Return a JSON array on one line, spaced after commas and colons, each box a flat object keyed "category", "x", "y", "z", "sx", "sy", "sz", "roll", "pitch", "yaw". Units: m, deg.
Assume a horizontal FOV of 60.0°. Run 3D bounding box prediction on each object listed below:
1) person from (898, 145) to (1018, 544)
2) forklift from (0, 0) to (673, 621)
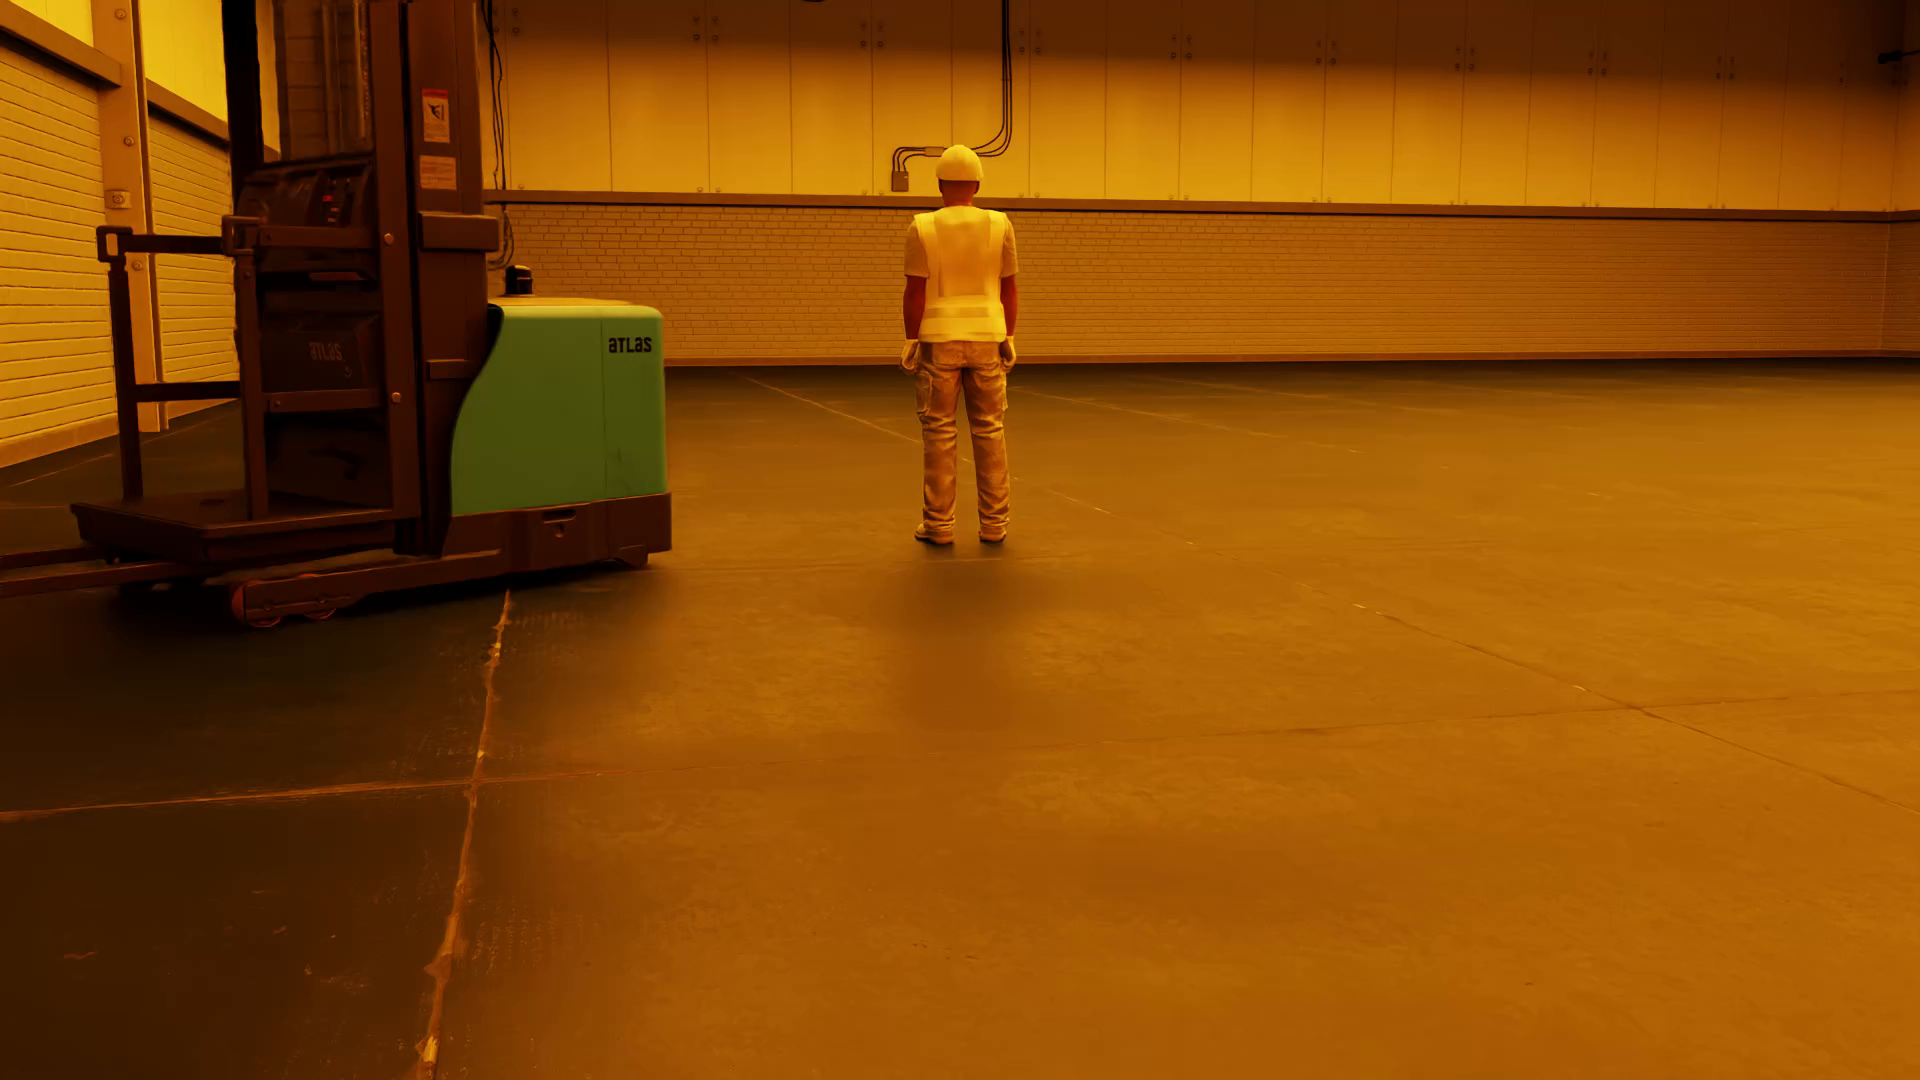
[{"category": "person", "x": -0.012, "y": -0.884, "z": 7.585, "sx": 0.542, "sy": 1.789, "sz": 0.382, "roll": -2, "pitch": 8, "yaw": -13}, {"category": "forklift", "x": -2.547, "y": -1.233, "z": 5.943, "sx": 1.130, "sy": 2.935, "sz": 3.031, "roll": 7, "pitch": 11, "yaw": 41}]
